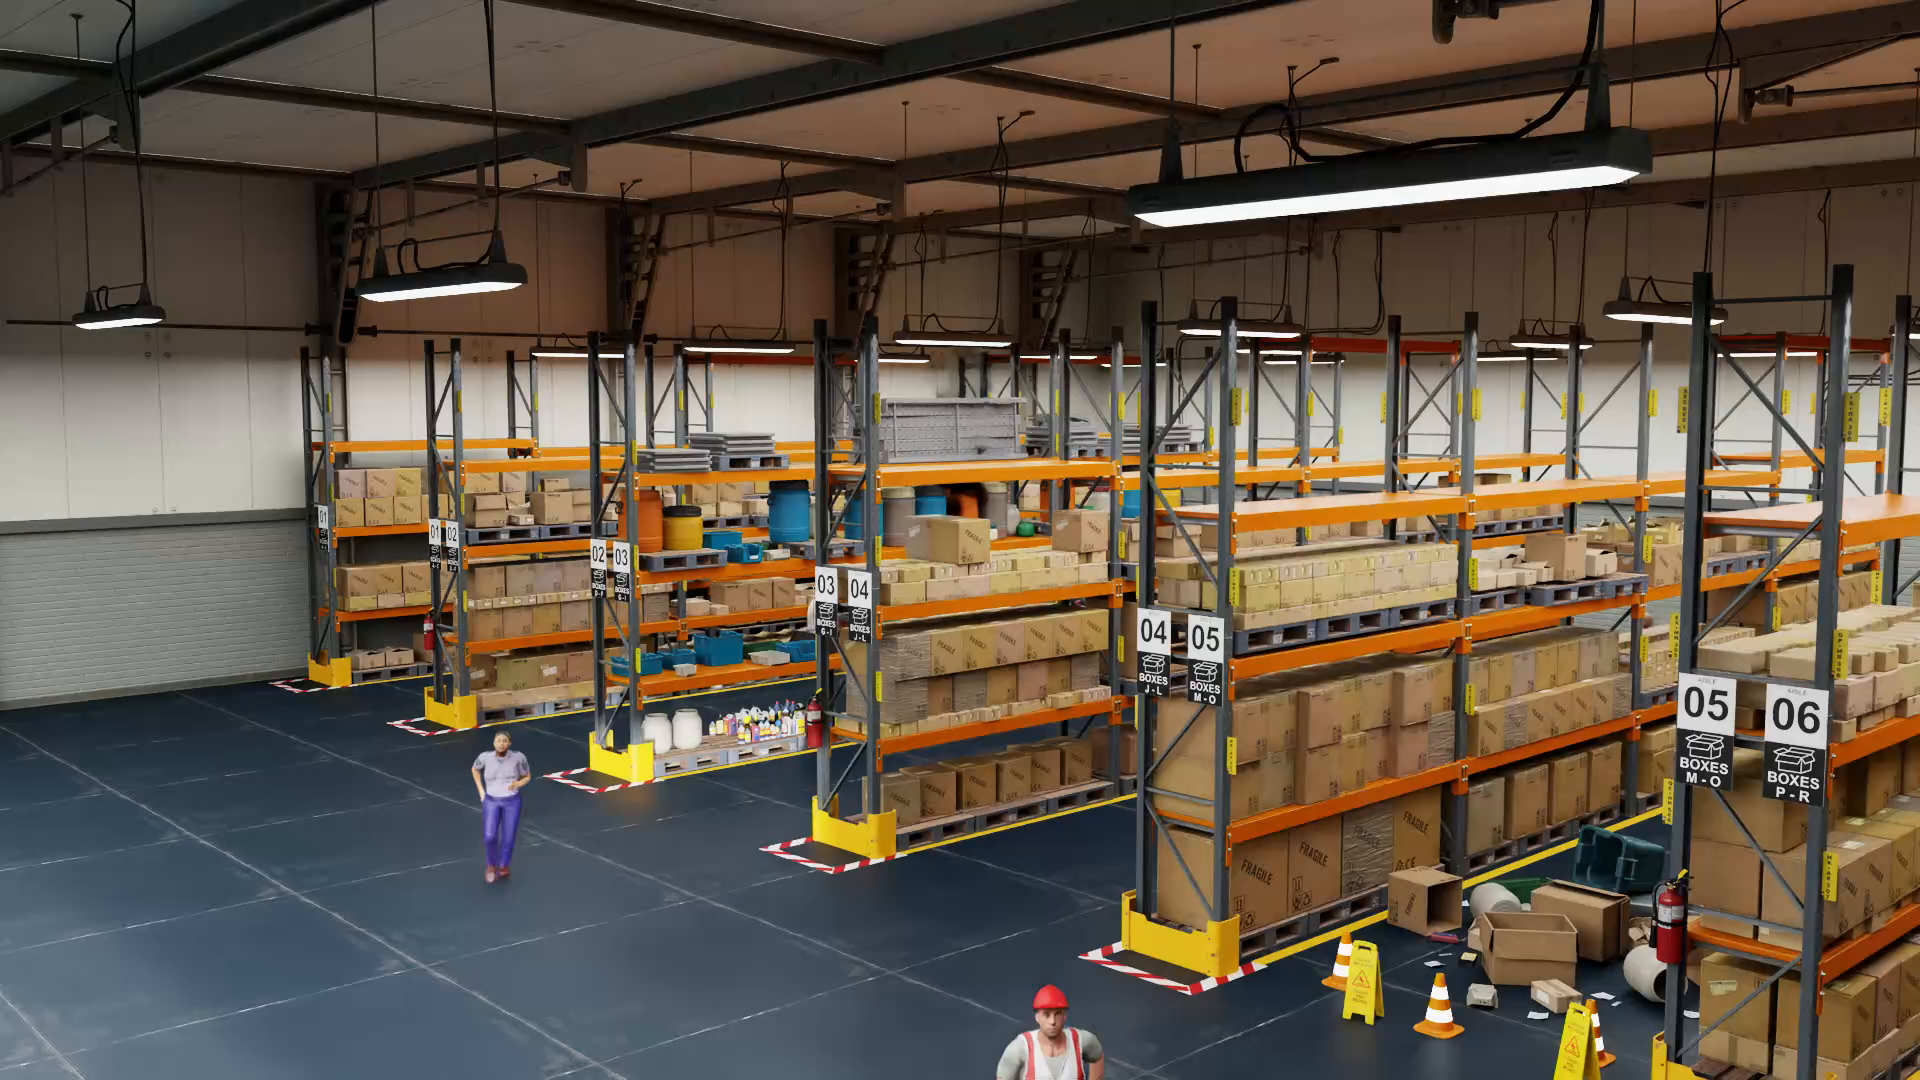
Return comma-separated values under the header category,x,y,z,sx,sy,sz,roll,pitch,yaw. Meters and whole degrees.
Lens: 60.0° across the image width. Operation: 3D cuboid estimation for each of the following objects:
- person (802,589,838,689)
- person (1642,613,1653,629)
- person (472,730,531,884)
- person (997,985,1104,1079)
category,x,y,z,sx,sy,sz,roll,pitch,yaw
person,-2.337,1.601,27.281,0.677,1.752,0.577,3,6,31
person,10.599,2.068,25.596,0.891,1.752,0.693,-4,6,-38
person,-4.835,2.812,17.576,0.593,1.628,0.691,-2,5,-17
person,0.521,3.422,9.506,0.653,1.799,0.982,0,5,-1
